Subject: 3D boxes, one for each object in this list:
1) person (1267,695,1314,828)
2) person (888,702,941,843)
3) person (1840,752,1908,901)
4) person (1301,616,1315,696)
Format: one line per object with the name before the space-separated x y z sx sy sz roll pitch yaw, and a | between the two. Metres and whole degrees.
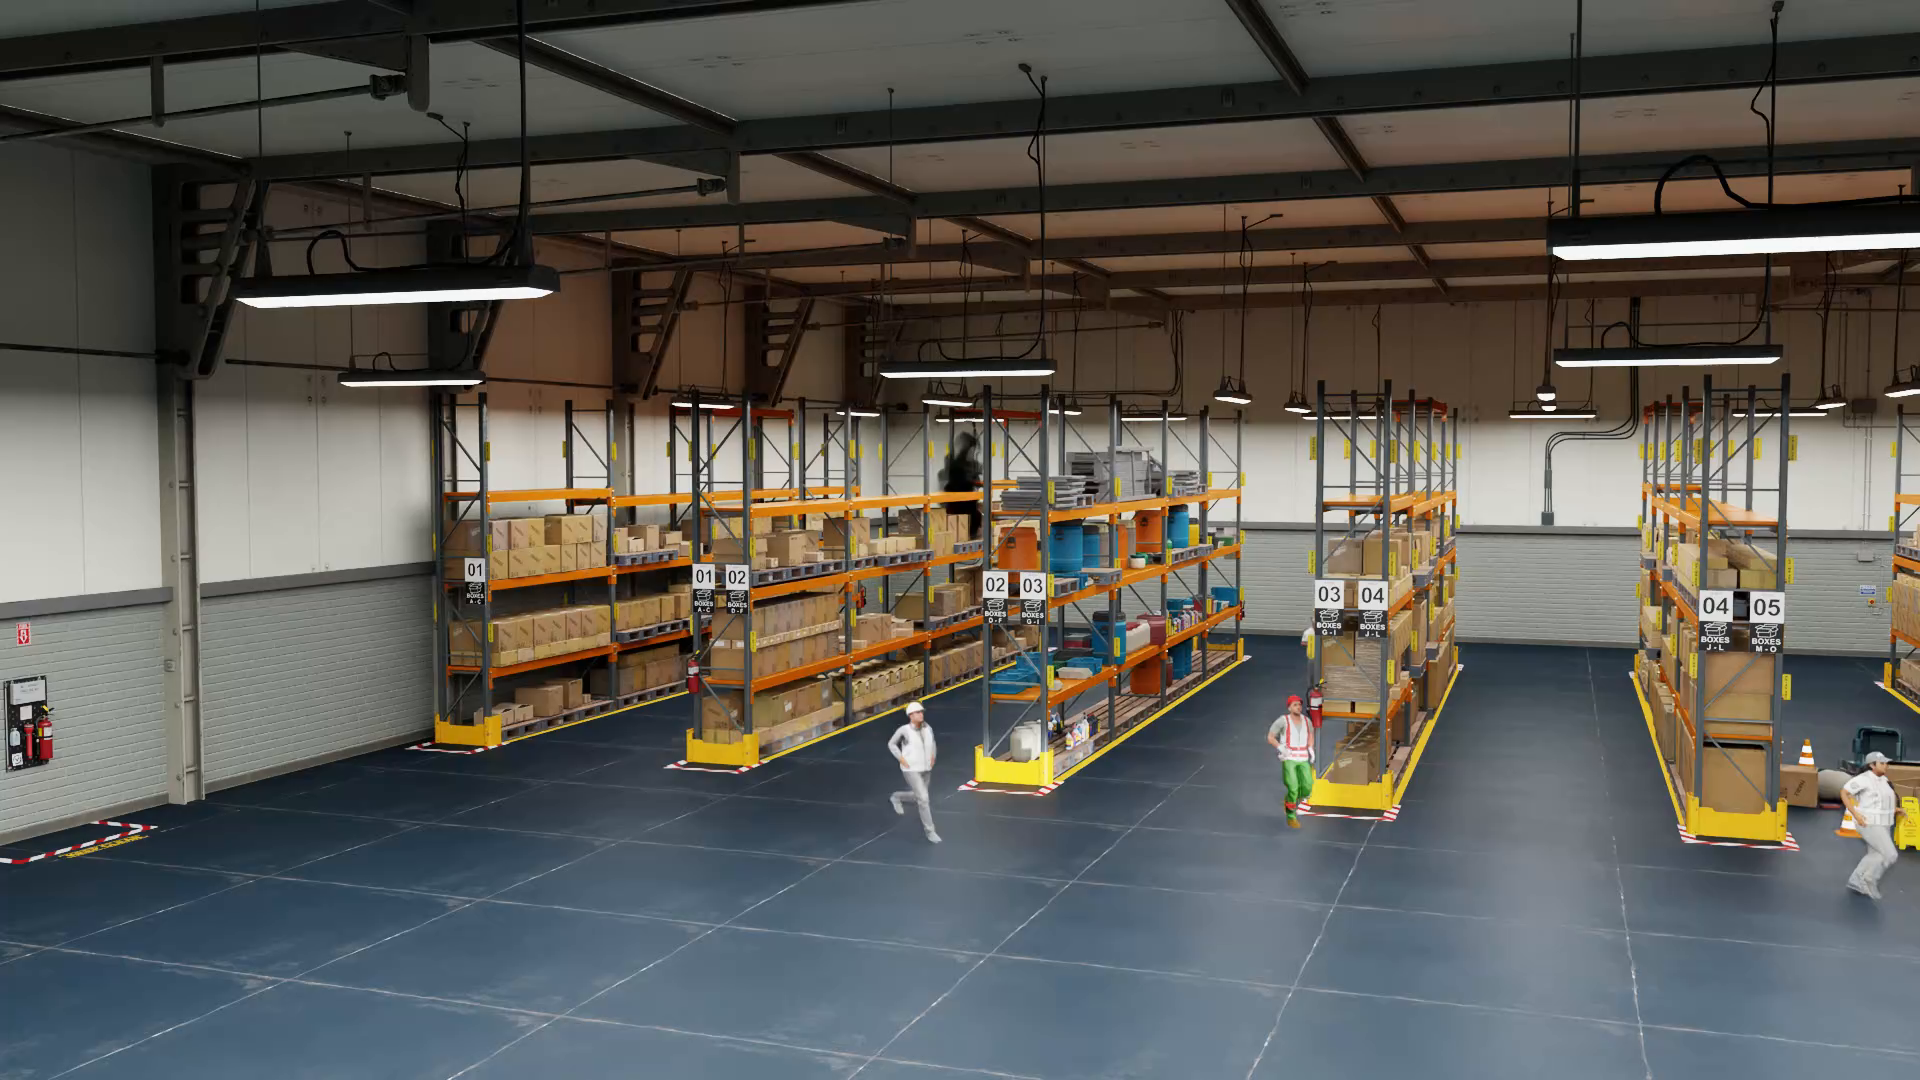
person | 4.467 2.952 22.268 0.697 1.753 0.623 -1 3 -12
person | -0.578 2.990 21.683 0.631 1.768 1.084 -3 4 -44
person | 10.237 3.199 18.607 0.615 1.649 0.646 -2 4 -33
person | 7.146 2.369 33.411 0.579 1.750 0.817 1 3 15
